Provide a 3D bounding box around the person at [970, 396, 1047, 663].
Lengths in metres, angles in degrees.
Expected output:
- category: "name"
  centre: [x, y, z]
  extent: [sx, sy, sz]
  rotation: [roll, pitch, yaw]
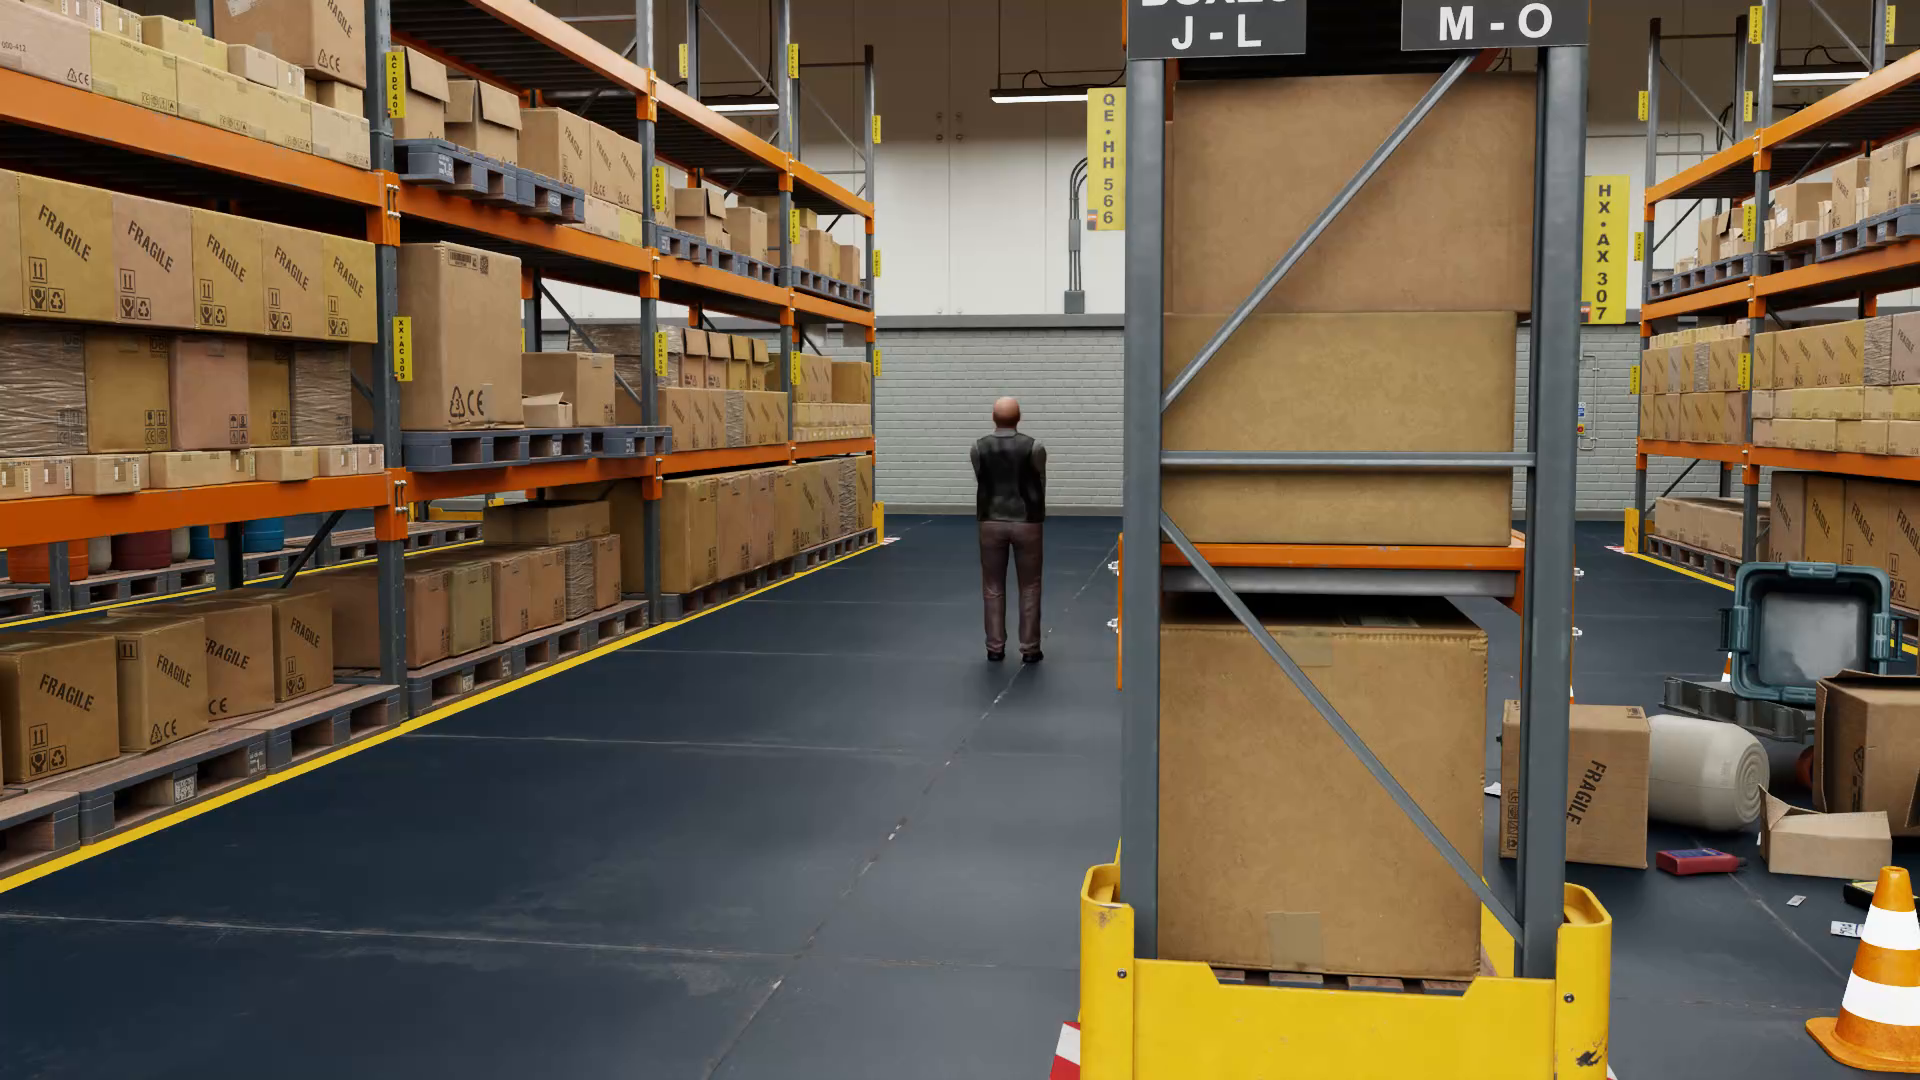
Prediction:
- category: "person"
  centre: [0.327, -0.077, 10.845]
  extent: [0.494, 1.712, 0.559]
  rotation: [1, 4, 9]
